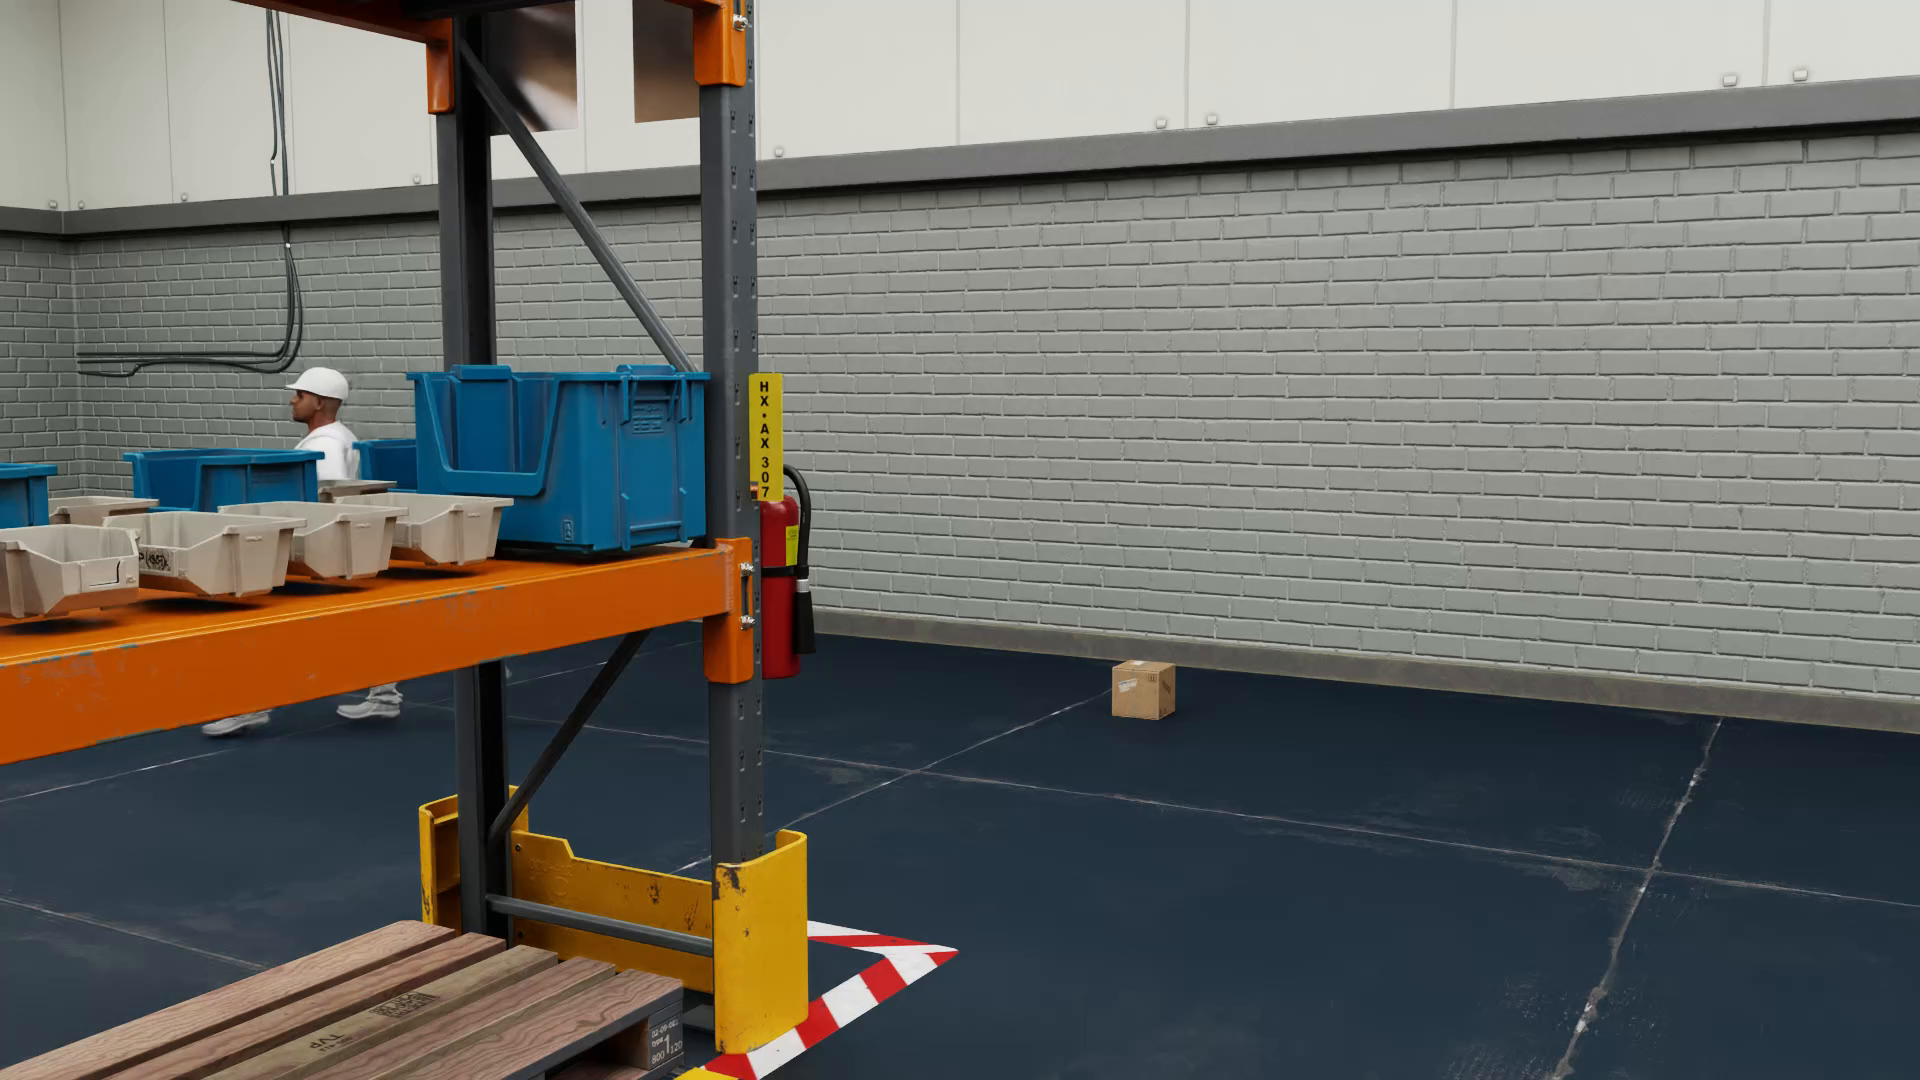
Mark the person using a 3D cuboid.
[{"bbox_3d":[-3.196,0.040,8.062,0.906,1.745,0.565,-1,6,-7],"label":"person"}]
